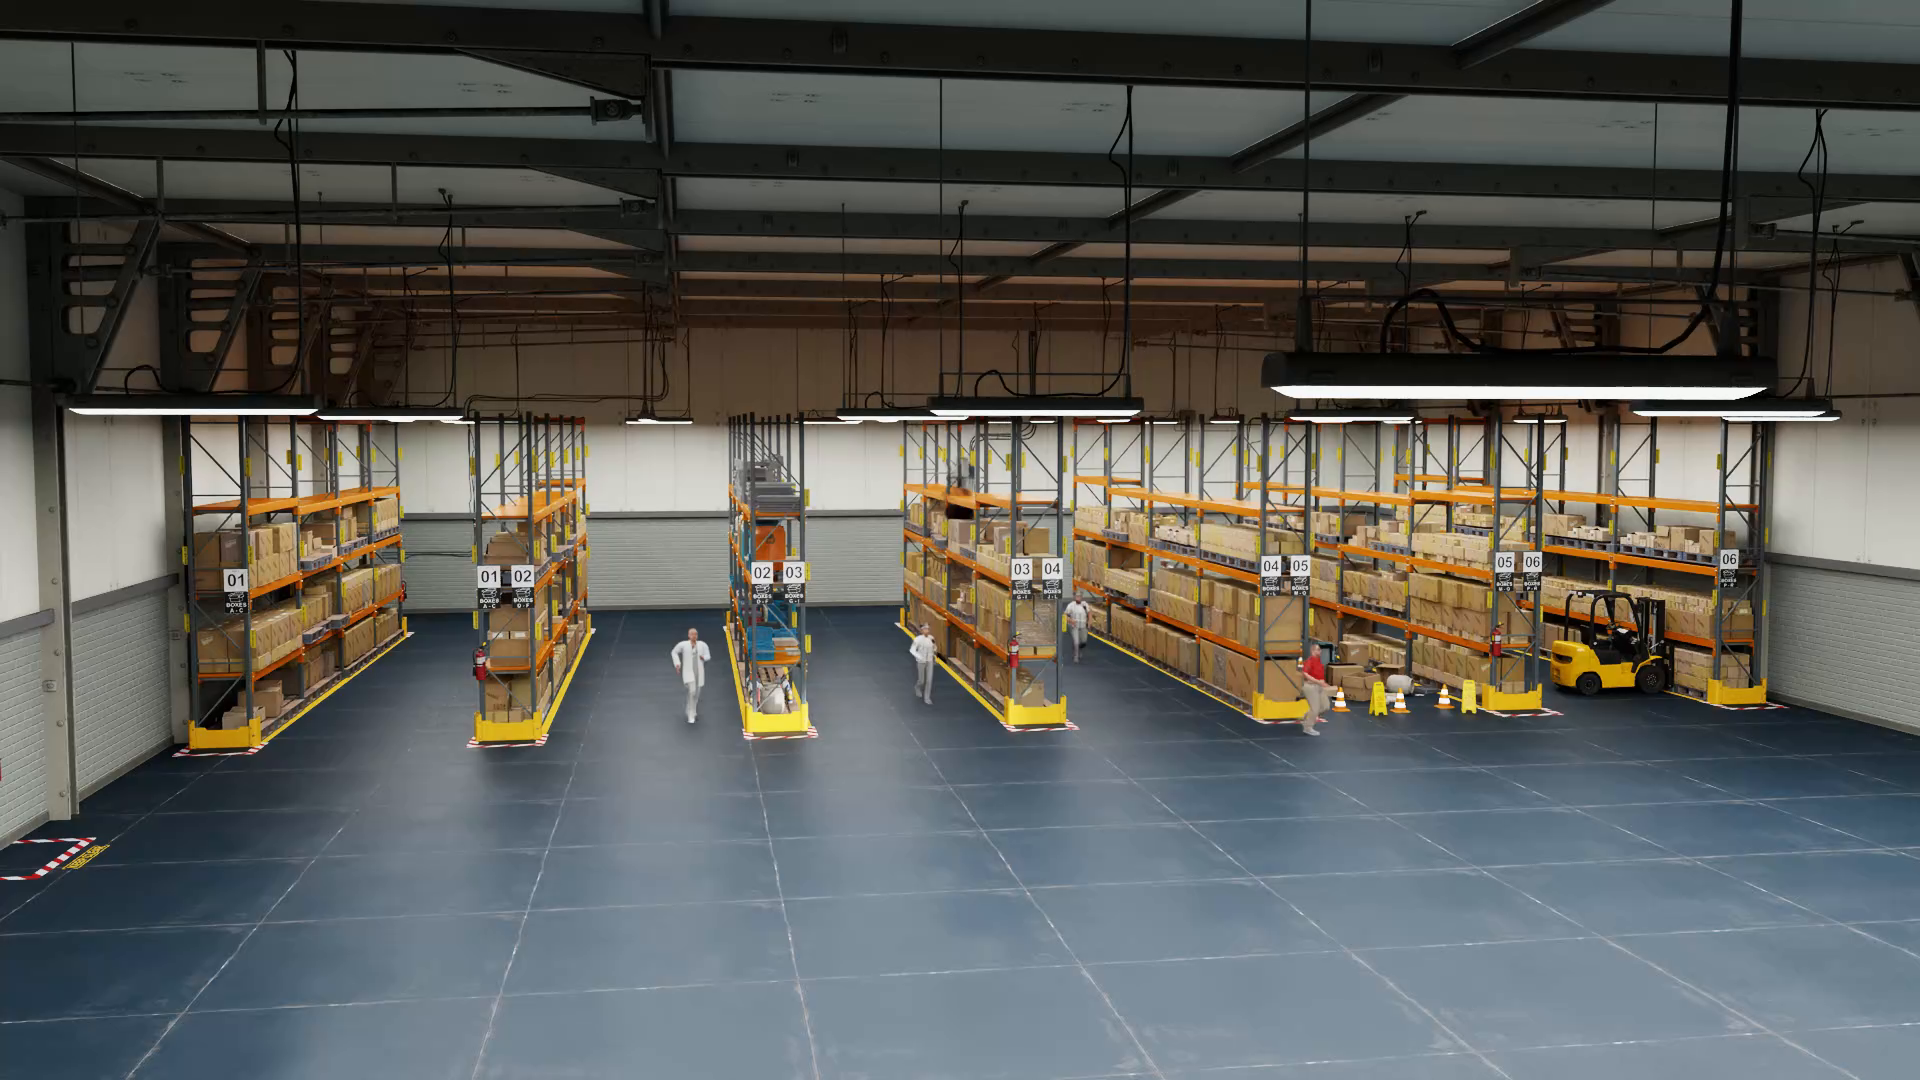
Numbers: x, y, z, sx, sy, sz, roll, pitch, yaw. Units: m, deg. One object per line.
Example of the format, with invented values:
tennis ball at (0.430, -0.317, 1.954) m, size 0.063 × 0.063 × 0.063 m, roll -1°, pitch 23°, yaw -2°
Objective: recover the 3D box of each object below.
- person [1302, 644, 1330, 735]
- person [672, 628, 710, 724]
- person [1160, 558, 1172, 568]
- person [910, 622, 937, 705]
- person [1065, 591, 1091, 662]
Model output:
person at (6.604, 2.777, 30.926) m, size 0.587 × 1.692 × 0.671 m, roll 3°, pitch 5°, yaw 35°
person at (-5.200, 2.637, 32.380) m, size 0.668 × 1.842 × 0.825 m, roll -2°, pitch 4°, yaw -30°
person at (6.255, 1.426, 50.372) m, size 0.775 × 1.836 × 0.720 m, roll -1°, pitch 4°, yaw -10°
person at (-0.737, 2.543, 34.567) m, size 0.623 × 1.688 × 0.785 m, roll -1°, pitch 4°, yaw -18°
person at (2.899, 2.100, 40.640) m, size 0.698 × 1.735 × 0.620 m, roll -1°, pitch 4°, yaw -12°
